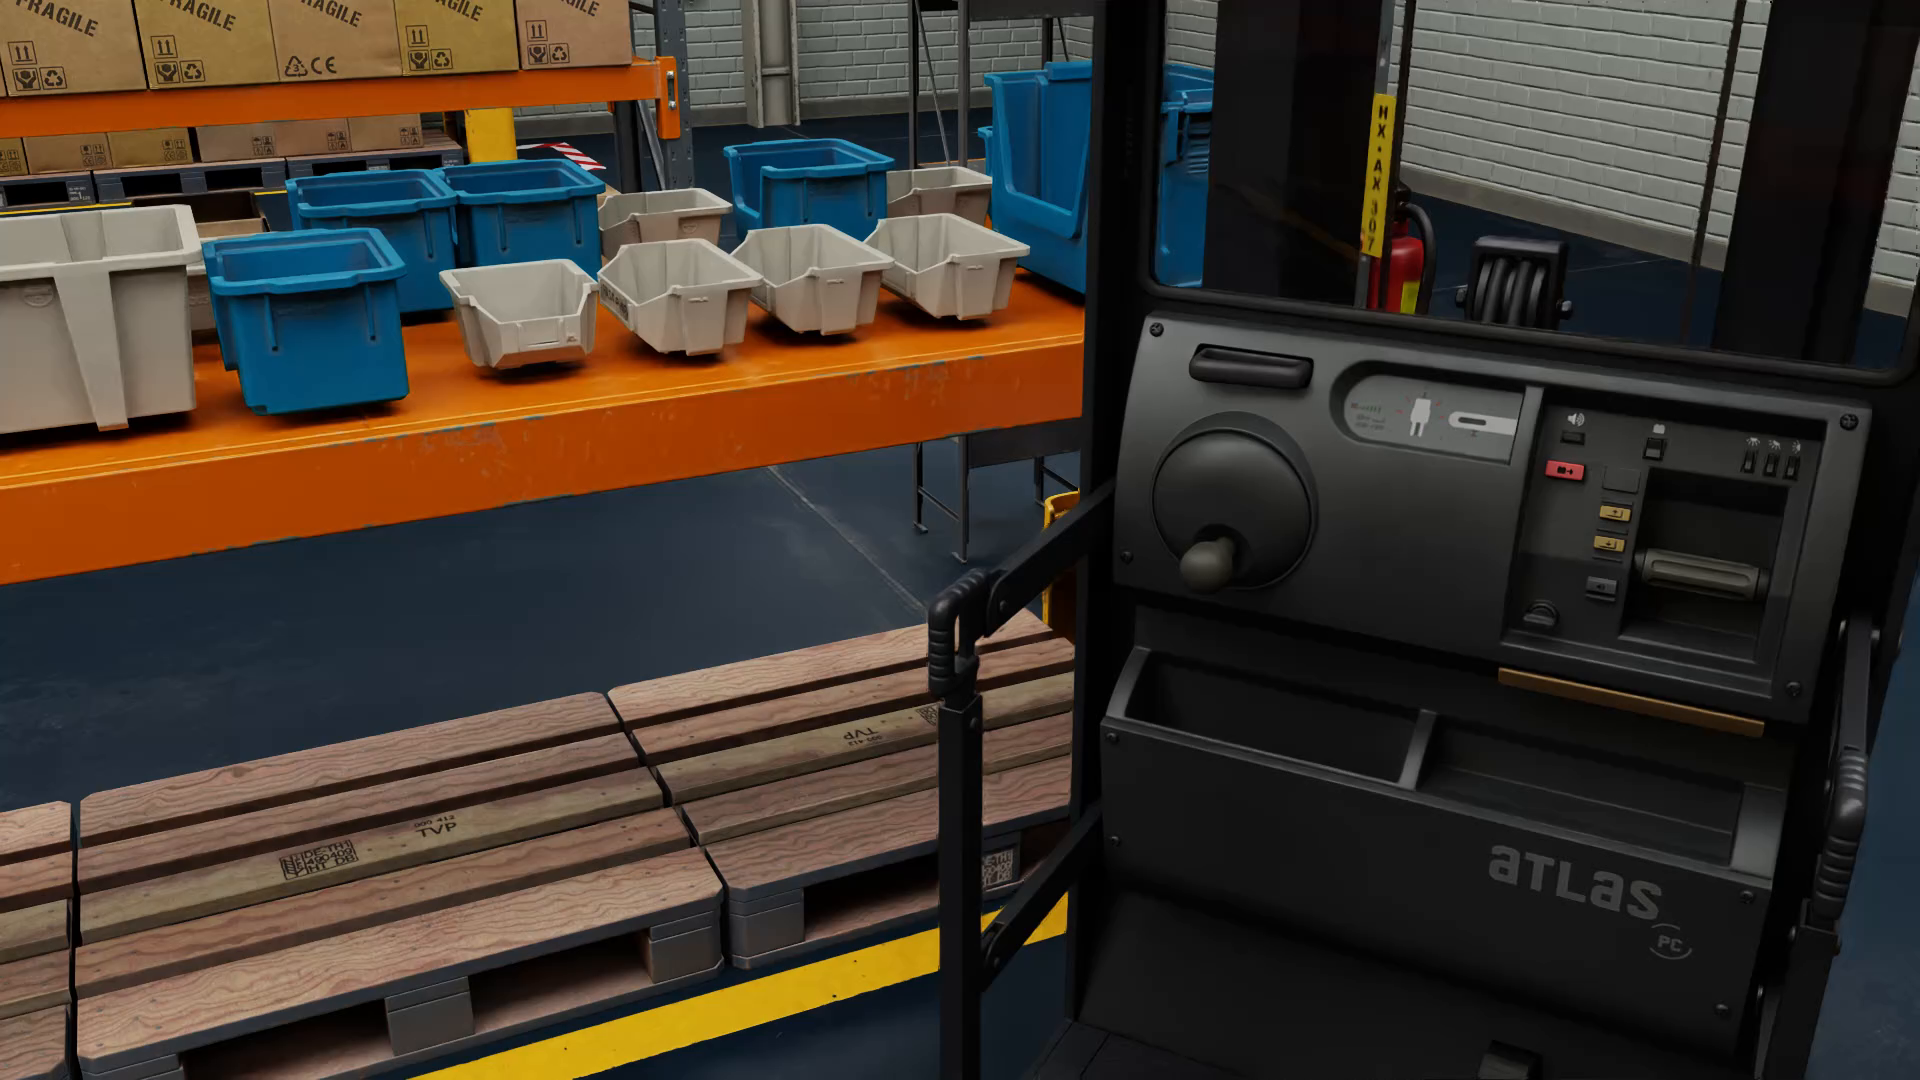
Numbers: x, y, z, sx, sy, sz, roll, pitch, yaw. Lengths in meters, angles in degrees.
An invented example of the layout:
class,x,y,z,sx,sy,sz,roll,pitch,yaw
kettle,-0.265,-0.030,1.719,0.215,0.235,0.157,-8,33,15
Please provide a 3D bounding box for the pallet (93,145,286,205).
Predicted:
class,x,y,z,sx,sy,sz,roll,pitch,yaw
pallet,-5.470,-2.626,11.818,1.213,0.211,1.003,-10,25,-24

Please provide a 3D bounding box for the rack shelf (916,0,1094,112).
class,x,y,z,sx,sy,sz,roll,pitch,yaw
rack shelf,0.149,-1.632,5.152,0.480,0.518,0.431,-10,25,-24

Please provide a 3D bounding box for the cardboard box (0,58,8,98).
class,x,y,z,sx,sy,sz,roll,pitch,yaw
cardboard box,-4.101,-2.028,6.596,0.500,0.500,0.500,-10,24,-23

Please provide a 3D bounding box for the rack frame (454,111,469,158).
class,x,y,z,sx,sy,sz,roll,pitch,yaw
rack frame,-3.686,-4.275,12.155,0.127,3.000,1.000,-10,25,-24

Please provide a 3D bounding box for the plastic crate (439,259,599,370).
class,x,y,z,sx,sy,sz,roll,pitch,yaw
plastic crate,-0.812,-0.416,3.099,0.250,0.136,0.298,-10,25,-24

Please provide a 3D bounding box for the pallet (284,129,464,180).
class,x,y,z,sx,sy,sz,roll,pitch,yaw
pallet,-4.373,-2.827,12.303,1.213,0.211,1.003,-10,25,-24

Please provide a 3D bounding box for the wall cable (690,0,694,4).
class,x,y,z,sx,sy,sz,roll,pitch,yaw
wall cable,-2.943,-5.283,13.262,1.851,1.984,0.084,-10,25,-24

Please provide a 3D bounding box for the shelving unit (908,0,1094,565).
class,x,y,z,sx,sy,sz,roll,pitch,yaw
shelving unit,0.149,-0.998,5.415,0.503,2.100,0.431,-10,25,-24

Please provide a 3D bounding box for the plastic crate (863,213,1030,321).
class,x,y,z,sx,sy,sz,roll,pitch,yaw
plastic crate,-0.046,-0.569,3.469,0.243,0.136,0.396,-10,25,-24

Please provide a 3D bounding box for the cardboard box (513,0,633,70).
class,x,y,z,sx,sy,sz,roll,pitch,yaw
cardboard box,-1.820,-2.446,7.608,0.500,0.500,0.500,-10,24,-22

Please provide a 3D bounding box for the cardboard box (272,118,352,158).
class,x,y,z,sx,sy,sz,roll,pitch,yaw
cardboard box,-4.724,-3.080,11.989,0.500,0.500,0.700,-11,25,-24

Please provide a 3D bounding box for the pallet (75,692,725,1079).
class,x,y,z,sx,sy,sz,roll,pitch,yaw
pallet,-1.247,0.752,3.657,1.213,0.211,1.003,-10,25,-24

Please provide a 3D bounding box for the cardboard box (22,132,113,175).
class,x,y,z,sx,sy,sz,roll,pitch,yaw
cardboard box,-6.118,-2.821,11.363,0.500,0.500,0.700,-11,25,-24

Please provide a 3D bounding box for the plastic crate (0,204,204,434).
class,x,y,z,sx,sy,sz,roll,pitch,yaw
plastic crate,-1.538,-0.360,2.774,0.530,0.282,0.437,-10,25,-24

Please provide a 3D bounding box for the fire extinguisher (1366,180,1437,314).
class,x,y,z,sx,sy,sz,roll,pitch,yaw
fire extinguisher,0.943,-0.521,3.676,0.183,0.674,0.296,-10,25,-24

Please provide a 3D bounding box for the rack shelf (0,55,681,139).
class,x,y,z,sx,sy,sz,roll,pitch,yaw
rack shelf,-3.337,-1.904,7.369,4.000,0.370,1.077,-10,25,-24

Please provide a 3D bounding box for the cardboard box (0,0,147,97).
class,x,y,z,sx,sy,sz,roll,pitch,yaw
cardboard box,-3.649,-2.110,6.795,0.500,0.500,0.500,-11,25,-24

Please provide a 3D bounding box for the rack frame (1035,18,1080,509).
class,x,y,z,sx,sy,sz,roll,pitch,yaw
rack frame,0.369,-1.038,5.513,0.015,2.100,0.400,-10,25,-24

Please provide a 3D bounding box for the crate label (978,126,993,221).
class,x,y,z,sx,sy,sz,roll,pitch,yaw
crate label,0.245,-0.884,4.103,0.303,0.233,0.416,-10,25,-24

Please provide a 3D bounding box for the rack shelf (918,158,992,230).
class,x,y,z,sx,sy,sz,roll,pitch,yaw
rack shelf,0.149,-0.985,5.420,0.480,0.518,0.431,-10,25,-24

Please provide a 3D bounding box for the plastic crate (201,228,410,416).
class,x,y,z,sx,sy,sz,roll,pitch,yaw
plastic crate,-1.129,-0.382,2.891,0.300,0.233,0.416,-10,25,-24

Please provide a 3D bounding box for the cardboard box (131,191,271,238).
class,x,y,z,sx,sy,sz,roll,pitch,yaw
cardboard box,-3.448,-1.268,7.580,0.637,0.503,0.797,-10,25,-24

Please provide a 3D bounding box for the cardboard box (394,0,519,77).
class,x,y,z,sx,sy,sz,roll,pitch,yaw
cardboard box,-2.286,-2.359,7.397,0.500,0.500,0.500,-10,25,-23

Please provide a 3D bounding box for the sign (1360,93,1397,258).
class,x,y,z,sx,sy,sz,roll,pitch,yaw
sign,0.864,-0.749,3.425,0.005,0.325,0.100,-10,25,-24

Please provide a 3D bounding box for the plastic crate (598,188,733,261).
class,x,y,z,sx,sy,sz,roll,pitch,yaw
plastic crate,-0.691,-0.702,3.790,0.298,0.136,0.250,-10,25,-24

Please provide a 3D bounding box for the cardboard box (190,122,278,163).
class,x,y,z,sx,sy,sz,roll,pitch,yaw
cardboard box,-5.177,-2.997,11.787,0.500,0.500,0.700,-11,25,-25

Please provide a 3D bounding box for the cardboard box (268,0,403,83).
class,x,y,z,sx,sy,sz,roll,pitch,yaw
cardboard box,-2.738,-2.278,7.201,0.500,0.500,0.500,-10,25,-23

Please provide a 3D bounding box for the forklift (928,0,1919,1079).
class,x,y,z,sx,sy,sz,roll,pitch,yaw
forklift,0.560,-0.041,2.018,1.130,2.935,3.031,11,25,26

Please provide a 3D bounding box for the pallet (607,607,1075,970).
class,x,y,z,sx,sy,sz,roll,pitch,yaw
pallet,-0.149,0.551,4.143,1.213,0.211,1.003,-10,25,-24

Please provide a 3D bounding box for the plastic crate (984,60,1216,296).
class,x,y,z,sx,sy,sz,roll,pitch,yaw
plastic crate,0.390,-0.785,3.599,0.499,0.435,0.616,-10,25,-24

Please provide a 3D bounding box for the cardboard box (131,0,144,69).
class,x,y,z,sx,sy,sz,roll,pitch,yaw
cardboard box,-3.874,-2.294,7.240,0.500,0.500,0.500,-10,24,-22

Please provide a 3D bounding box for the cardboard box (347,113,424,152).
class,x,y,z,sx,sy,sz,roll,pitch,yaw
cardboard box,-4.274,-3.163,12.189,0.500,0.500,0.700,-10,25,-24

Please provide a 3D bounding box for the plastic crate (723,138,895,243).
class,x,y,z,sx,sy,sz,roll,pitch,yaw
plastic crate,-0.348,-0.774,3.839,0.300,0.233,0.416,-10,25,-24

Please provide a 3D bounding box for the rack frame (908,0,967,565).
class,x,y,z,sx,sy,sz,roll,pitch,yaw
rack frame,-0.071,-0.957,5.317,0.015,2.100,0.400,-10,25,-24

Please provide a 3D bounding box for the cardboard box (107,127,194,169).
class,x,y,z,sx,sy,sz,roll,pitch,yaw
cardboard box,-5.655,-2.906,11.567,0.500,0.500,0.700,-10,24,-22

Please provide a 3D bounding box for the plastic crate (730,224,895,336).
class,x,y,z,sx,sy,sz,roll,pitch,yaw
plastic crate,-0.313,-0.526,3.365,0.243,0.136,0.396,-10,25,-24

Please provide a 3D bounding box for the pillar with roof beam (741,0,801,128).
class,x,y,z,sx,sy,sz,roll,pitch,yaw
pillar with roof beam,0.239,-6.309,9.226,0.400,9.000,9.100,-10,25,-24

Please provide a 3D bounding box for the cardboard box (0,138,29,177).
class,x,y,z,sx,sy,sz,roll,pitch,yaw
cardboard box,-6.572,-2.739,11.165,0.500,0.500,0.700,-10,25,-23

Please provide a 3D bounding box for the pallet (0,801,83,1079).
class,x,y,z,sx,sy,sz,roll,pitch,yaw
pallet,-2.348,0.956,3.165,1.213,0.211,1.003,-10,25,-24

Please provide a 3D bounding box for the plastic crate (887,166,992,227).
class,x,y,z,sx,sy,sz,roll,pitch,yaw
plastic crate,-0.080,-0.814,4.062,0.298,0.136,0.250,-10,25,-24

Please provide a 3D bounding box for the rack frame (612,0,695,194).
class,x,y,z,sx,sy,sz,roll,pitch,yaw
rack frame,-1.534,-2.568,8.033,0.127,3.000,1.000,-10,25,-24

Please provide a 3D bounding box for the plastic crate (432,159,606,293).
class,x,y,z,sx,sy,sz,roll,pitch,yaw
plastic crate,-0.941,-0.665,3.575,0.300,0.233,0.416,-10,25,-24

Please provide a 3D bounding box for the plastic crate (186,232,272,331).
class,x,y,z,sx,sy,sz,roll,pitch,yaw
plastic crate,-1.555,-0.496,3.291,0.466,0.136,0.293,-10,25,-24

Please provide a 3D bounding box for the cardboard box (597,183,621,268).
class,x,y,z,sx,sy,sz,roll,pitch,yaw
cardboard box,-1.918,-1.442,8.004,0.500,0.500,0.500,-10,25,-24

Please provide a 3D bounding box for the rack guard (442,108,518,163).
class,x,y,z,sx,sy,sz,roll,pitch,yaw
rack guard,-3.665,-3.124,12.643,0.348,0.500,1.175,-10,25,-24

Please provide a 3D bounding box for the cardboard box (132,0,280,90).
class,x,y,z,sx,sy,sz,roll,pitch,yaw
cardboard box,-3.192,-2.195,7.000,0.500,0.500,0.500,-11,25,-24

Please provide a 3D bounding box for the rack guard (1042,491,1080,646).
class,x,y,z,sx,sy,sz,roll,pitch,yaw
rack guard,0.627,0.286,4.406,0.348,0.500,1.175,-10,25,-24

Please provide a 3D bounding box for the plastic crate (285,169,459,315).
class,x,y,z,sx,sy,sz,roll,pitch,yaw
plastic crate,-1.212,-0.615,3.455,0.300,0.233,0.416,-10,25,-24

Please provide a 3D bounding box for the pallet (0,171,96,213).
class,x,y,z,sx,sy,sz,roll,pitch,yaw
pallet,-6.571,-2.422,11.325,1.213,0.211,1.003,-10,25,-24

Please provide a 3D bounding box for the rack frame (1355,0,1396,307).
class,x,y,z,sx,sy,sz,roll,pitch,yaw
rack frame,0.610,-0.861,3.907,0.127,3.000,1.000,-10,25,-24

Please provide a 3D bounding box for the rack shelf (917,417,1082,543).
class,x,y,z,sx,sy,sz,roll,pitch,yaw
rack shelf,0.149,-0.338,5.688,0.480,0.518,0.431,-10,25,-24

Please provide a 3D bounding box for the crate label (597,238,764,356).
class,x,y,z,sx,sy,sz,roll,pitch,yaw
crate label,-0.554,-0.471,3.233,0.243,0.136,0.396,-10,25,-24

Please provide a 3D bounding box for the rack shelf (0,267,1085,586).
class,x,y,z,sx,sy,sz,roll,pitch,yaw
rack shelf,-1.192,-0.197,3.243,4.000,0.370,1.077,-10,25,-24
